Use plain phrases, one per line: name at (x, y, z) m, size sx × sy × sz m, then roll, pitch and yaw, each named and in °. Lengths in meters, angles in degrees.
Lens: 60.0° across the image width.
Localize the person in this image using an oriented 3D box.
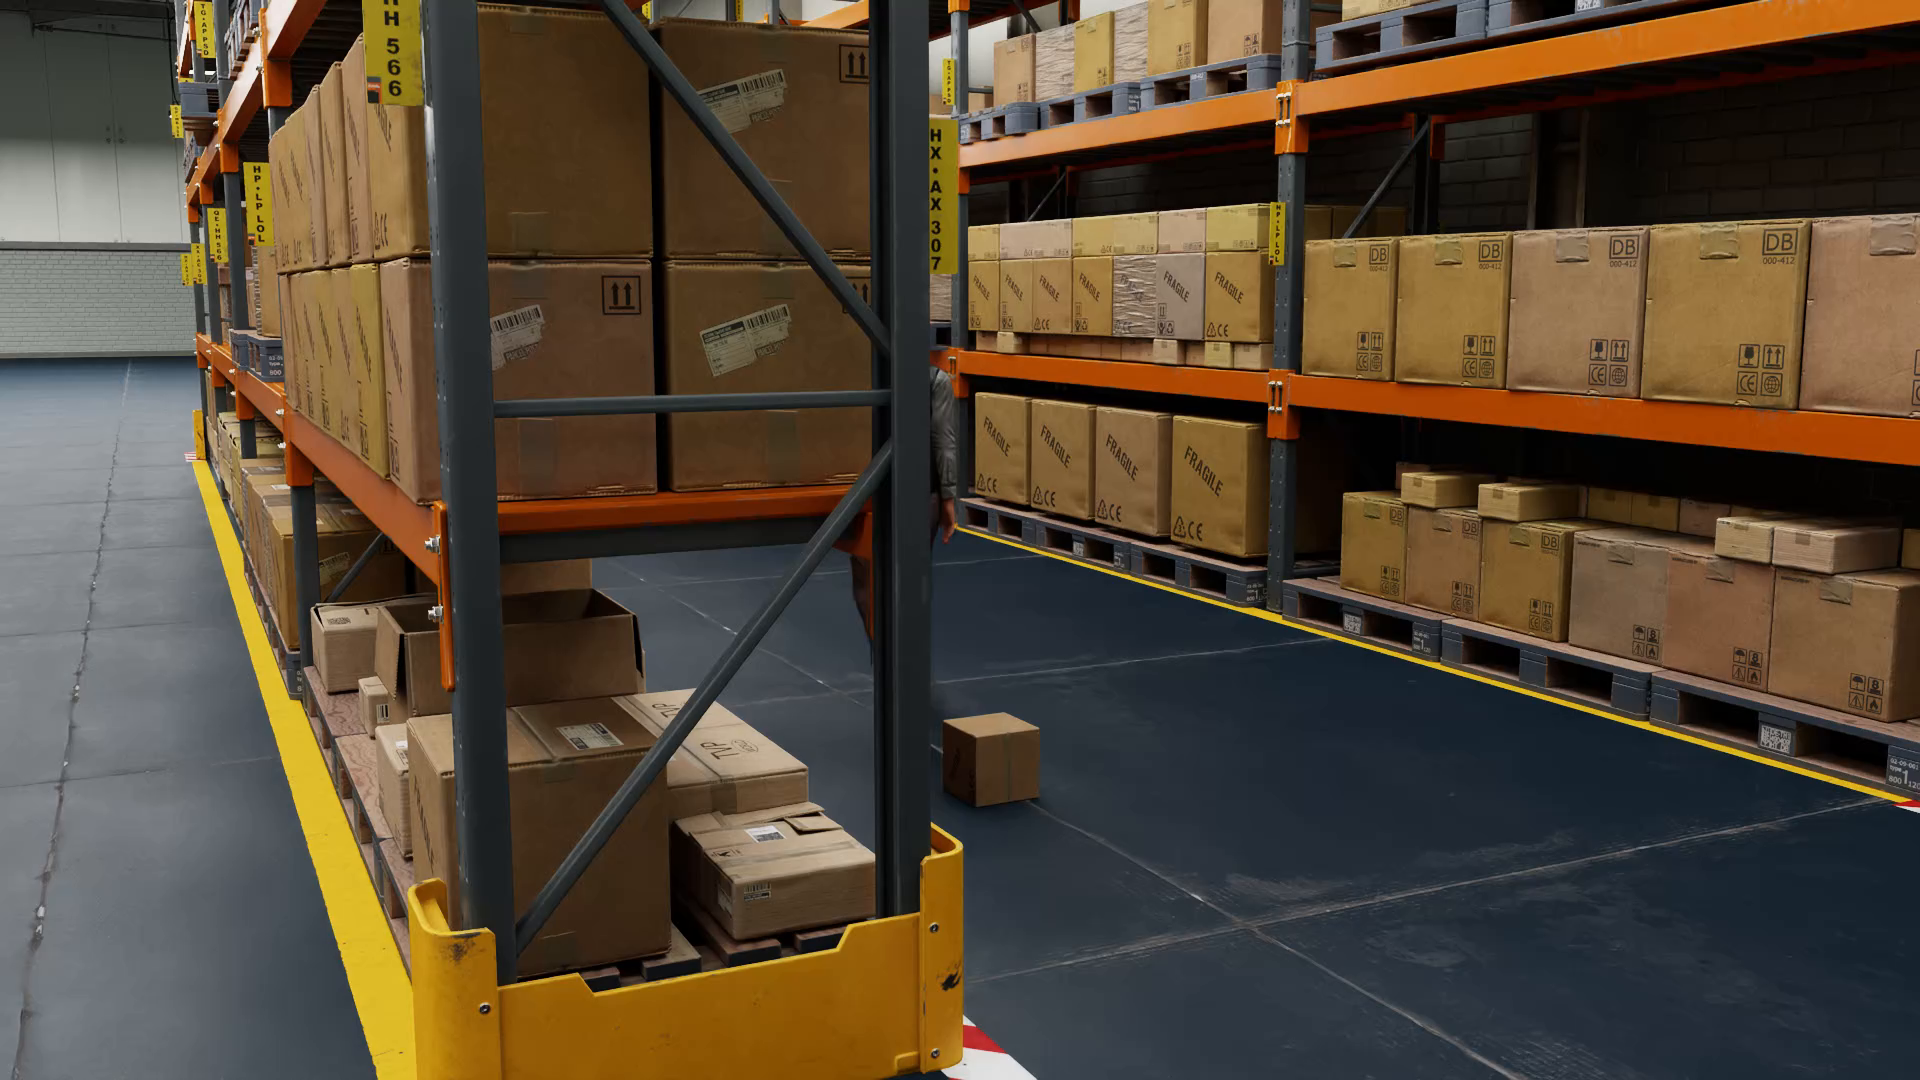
person at (-0.290, -0.160, 7.002) m, size 0.551 × 1.691 × 0.936 m, roll -1°, pitch 9°, yaw -10°
